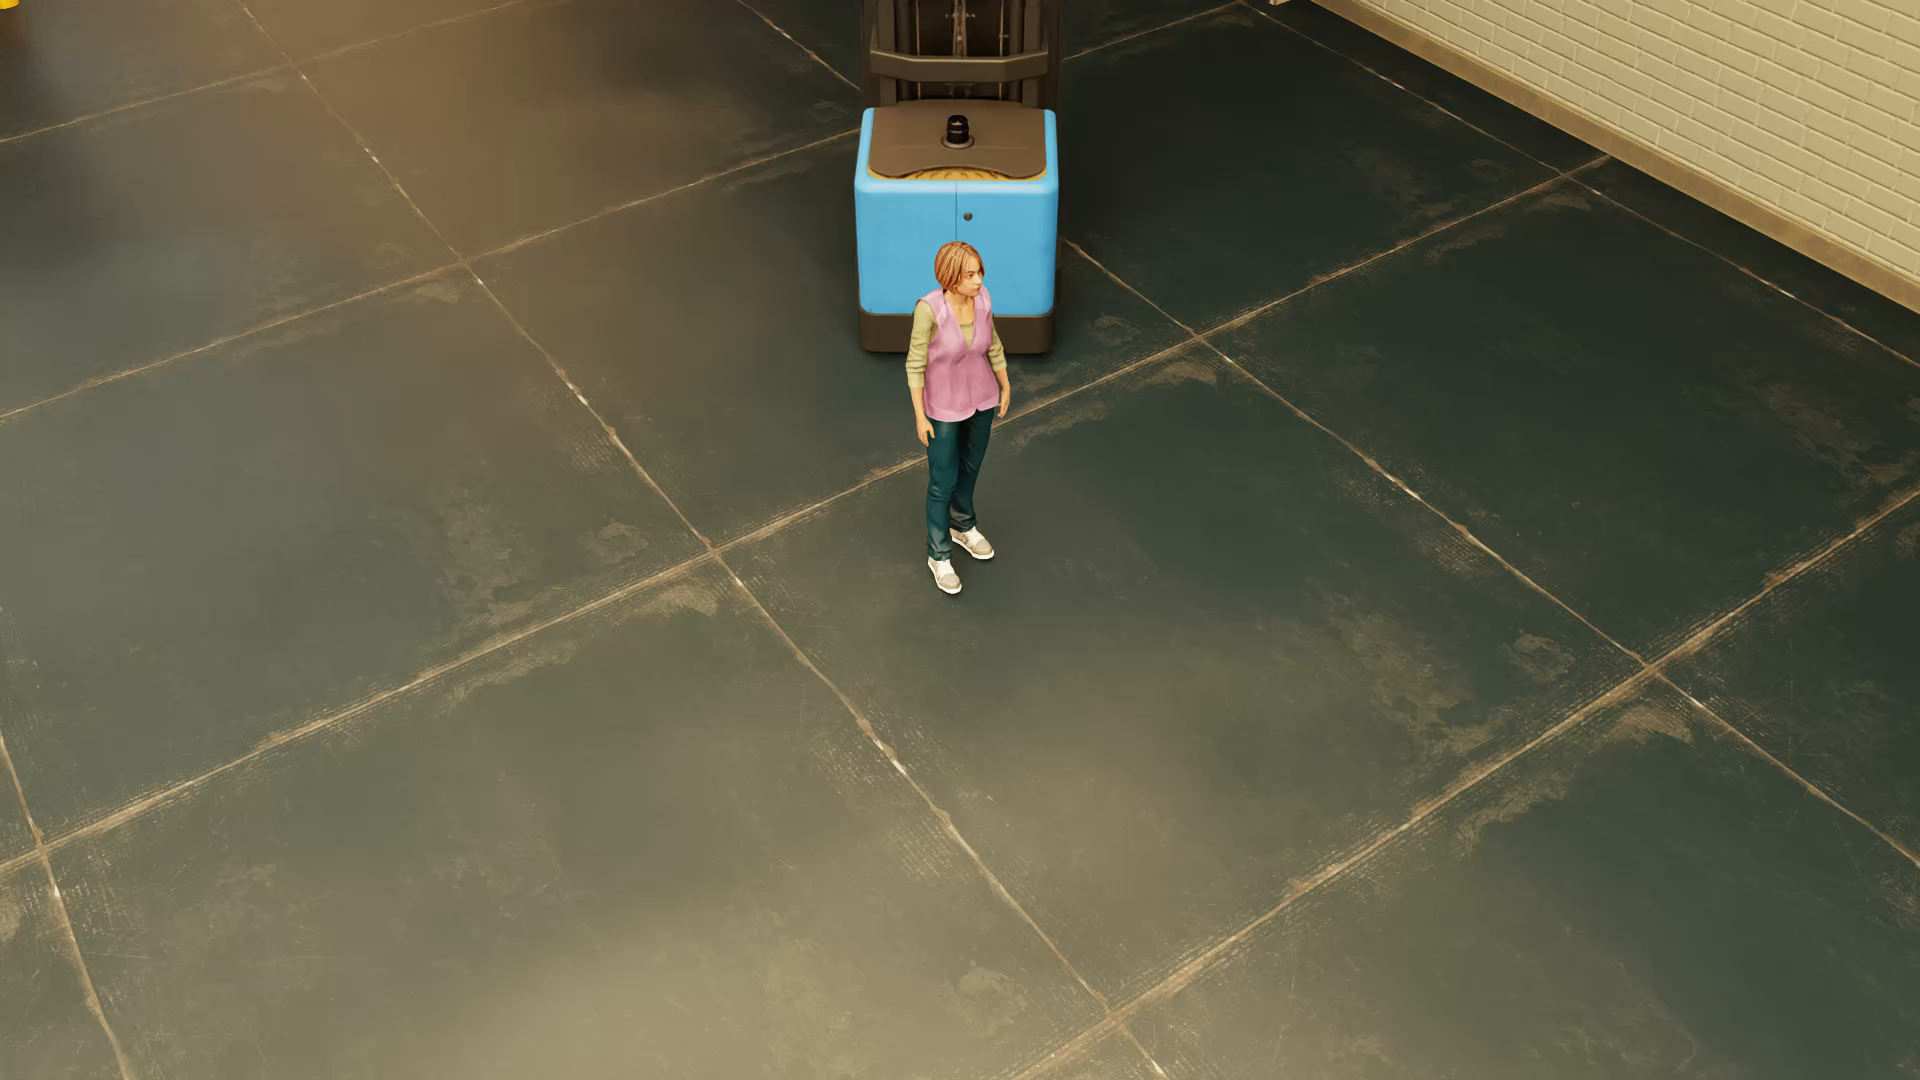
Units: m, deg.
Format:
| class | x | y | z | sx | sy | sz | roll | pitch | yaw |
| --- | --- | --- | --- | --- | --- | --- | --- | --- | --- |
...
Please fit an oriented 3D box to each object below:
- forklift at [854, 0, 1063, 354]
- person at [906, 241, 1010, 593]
| class | x | y | z | sx | sy | sz | roll | pitch | yaw |
| --- | --- | --- | --- | --- | --- | --- | --- | --- | --- |
| forklift | 0.010 | -3.047 | 9.021 | 1.130 | 2.935 | 3.031 | 1 | 43 | 1 |
| person | 0.031 | -0.546 | 7.281 | 0.520 | 1.599 | 0.473 | -25 | 48 | -25 |
